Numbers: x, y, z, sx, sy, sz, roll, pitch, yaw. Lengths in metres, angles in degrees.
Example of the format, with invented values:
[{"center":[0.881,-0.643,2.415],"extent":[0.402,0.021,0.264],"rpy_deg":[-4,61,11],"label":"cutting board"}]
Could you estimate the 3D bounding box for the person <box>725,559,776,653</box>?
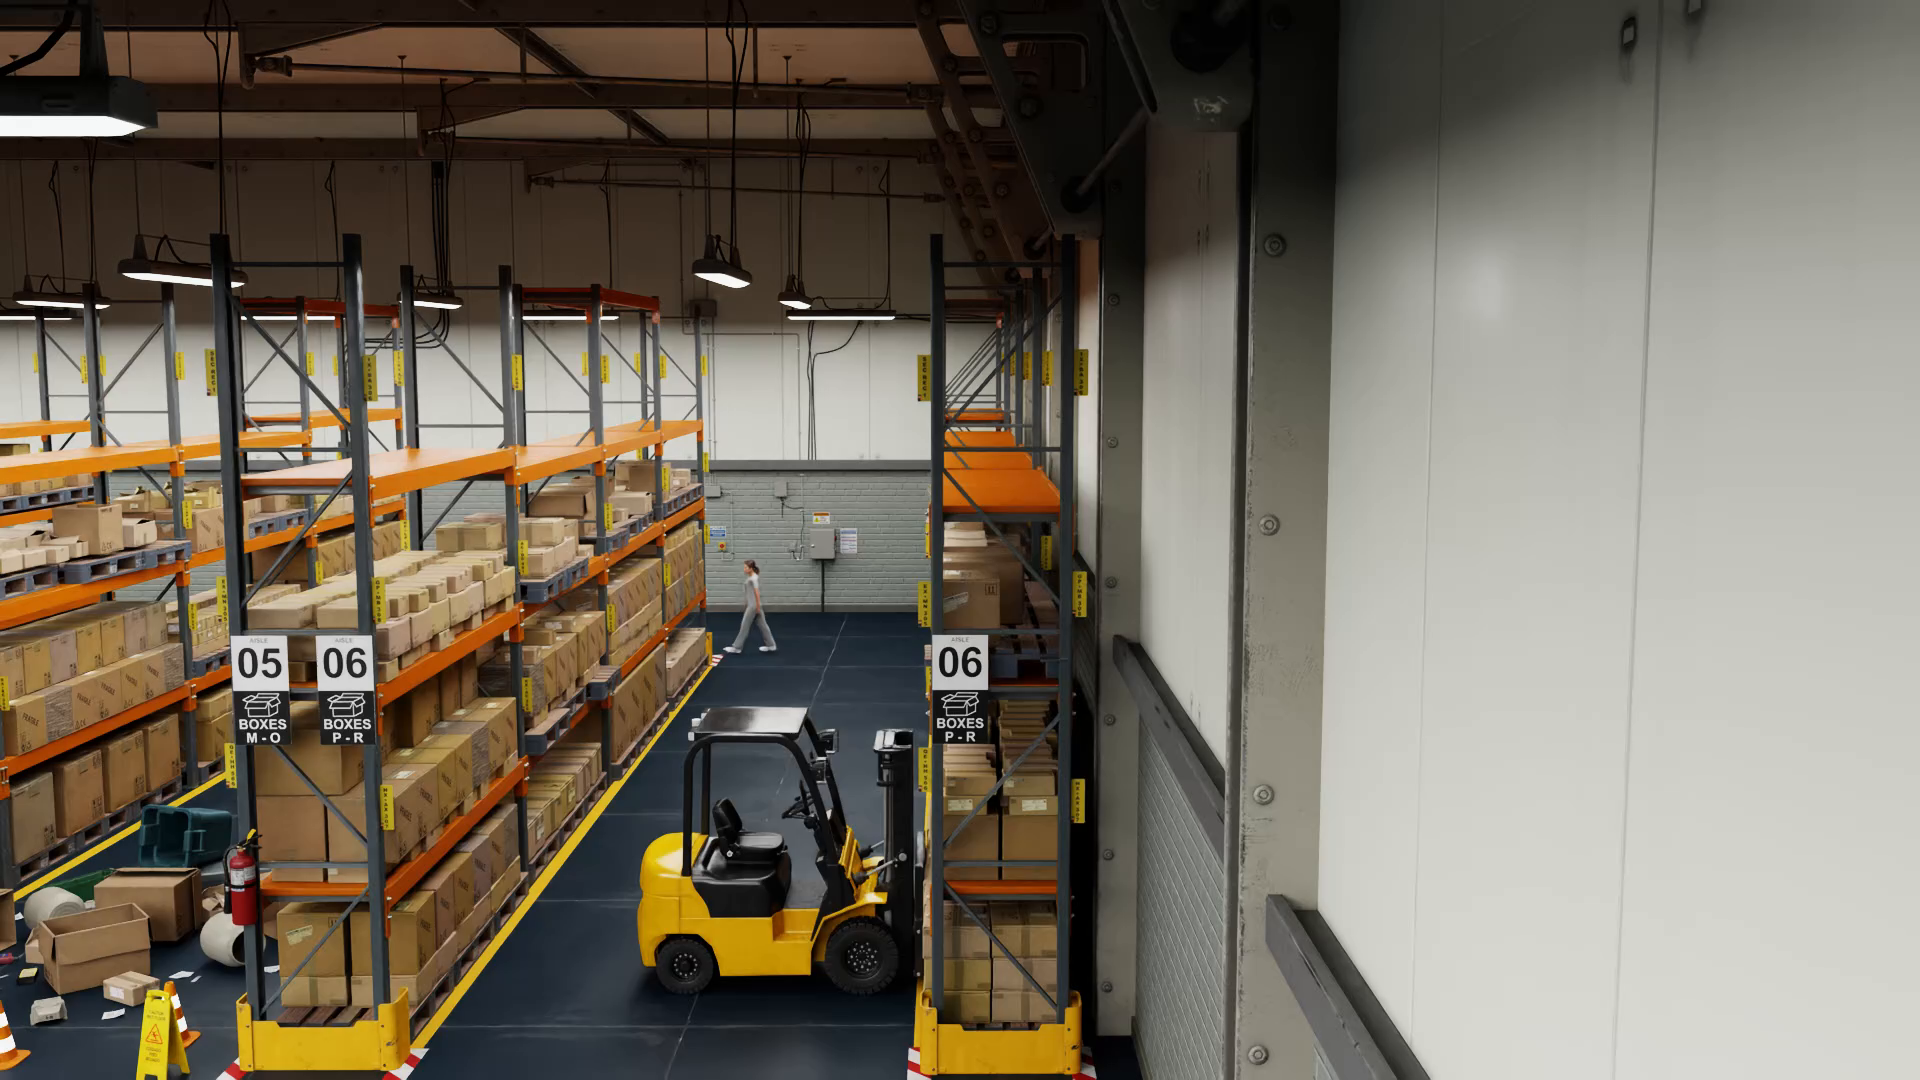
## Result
[{"center":[-3.662,1.143,28.972],"extent":[0.904,1.633,0.477],"rpy_deg":[-1,6,-10],"label":"person"}]
